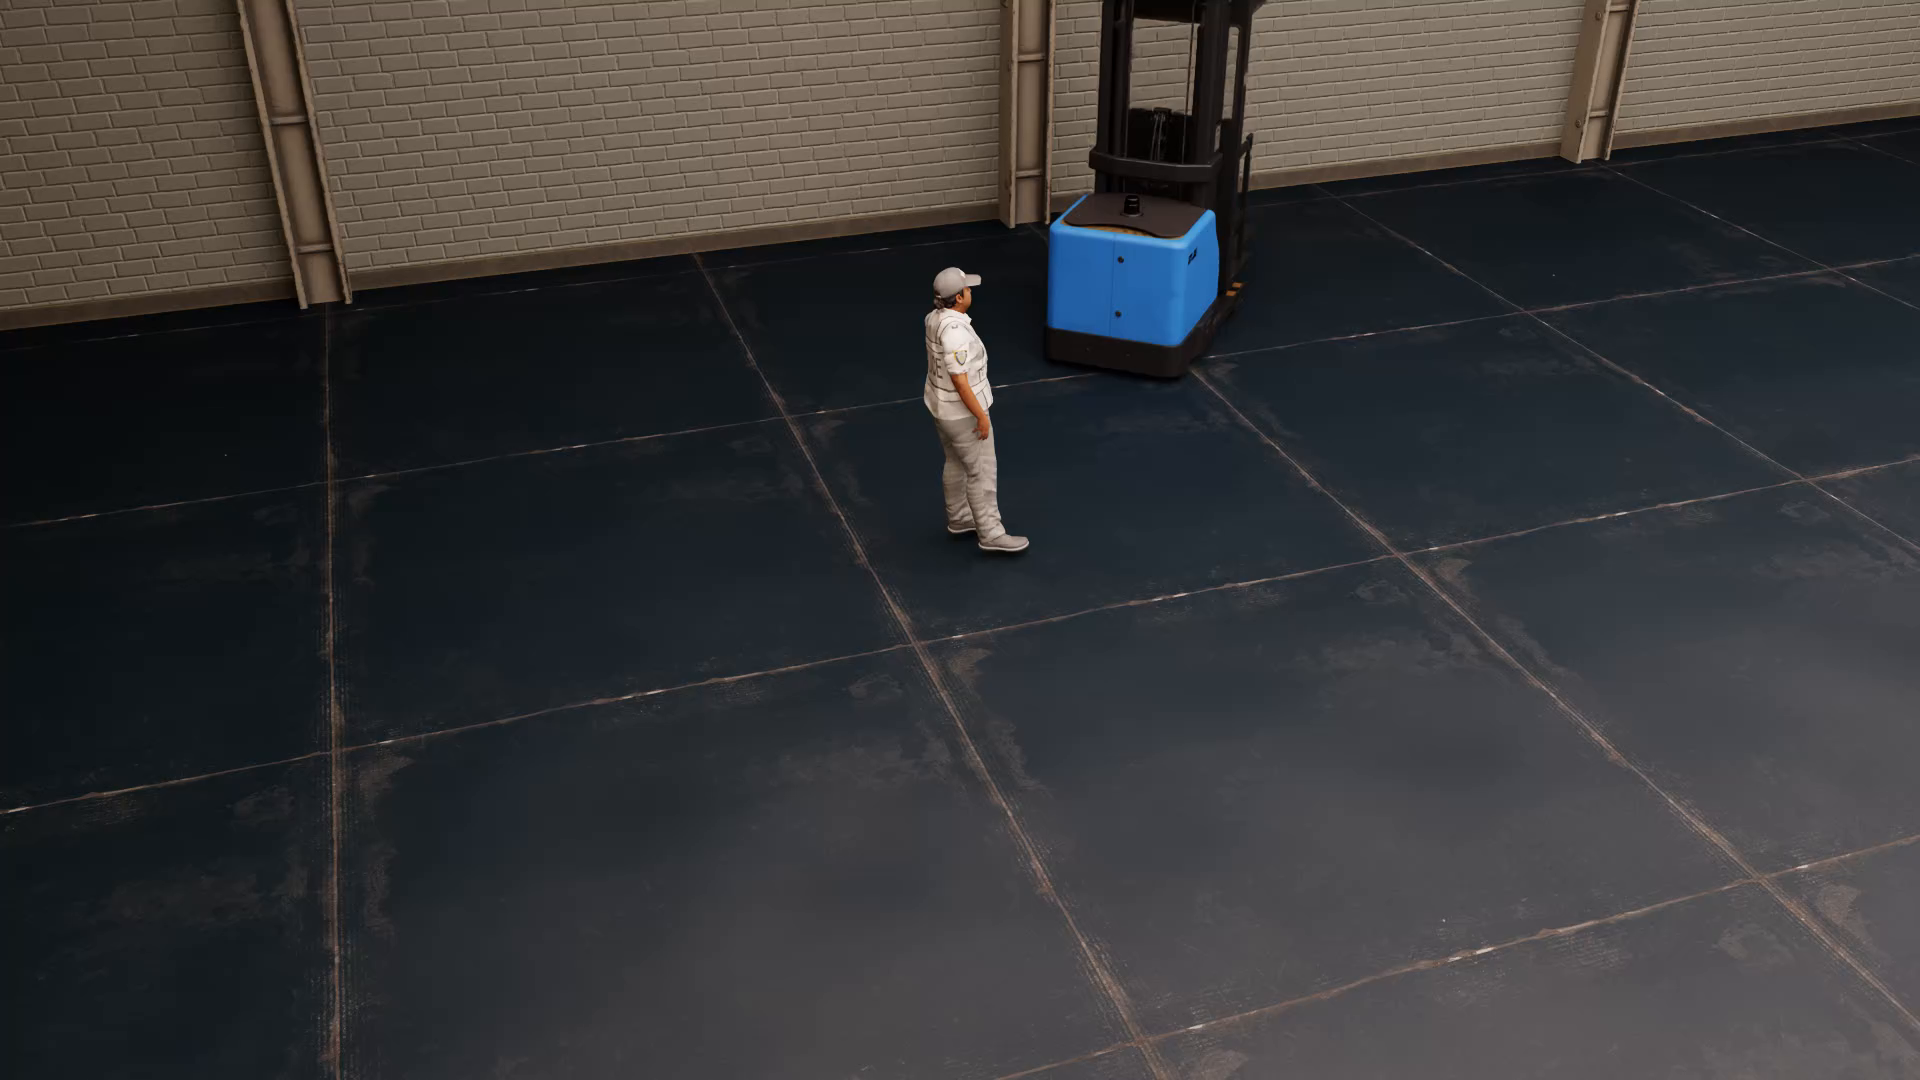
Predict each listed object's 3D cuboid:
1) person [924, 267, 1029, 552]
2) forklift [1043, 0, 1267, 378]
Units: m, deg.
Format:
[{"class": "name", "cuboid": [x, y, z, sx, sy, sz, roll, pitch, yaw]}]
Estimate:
[{"class": "person", "cuboid": [0.080, -0.765, 9.589, 0.529, 1.670, 0.597, -10, 31, -16]}, {"class": "forklift", "cuboid": [1.650, -3.149, 12.561, 1.130, 2.935, 3.031, 12, 32, 19]}]
